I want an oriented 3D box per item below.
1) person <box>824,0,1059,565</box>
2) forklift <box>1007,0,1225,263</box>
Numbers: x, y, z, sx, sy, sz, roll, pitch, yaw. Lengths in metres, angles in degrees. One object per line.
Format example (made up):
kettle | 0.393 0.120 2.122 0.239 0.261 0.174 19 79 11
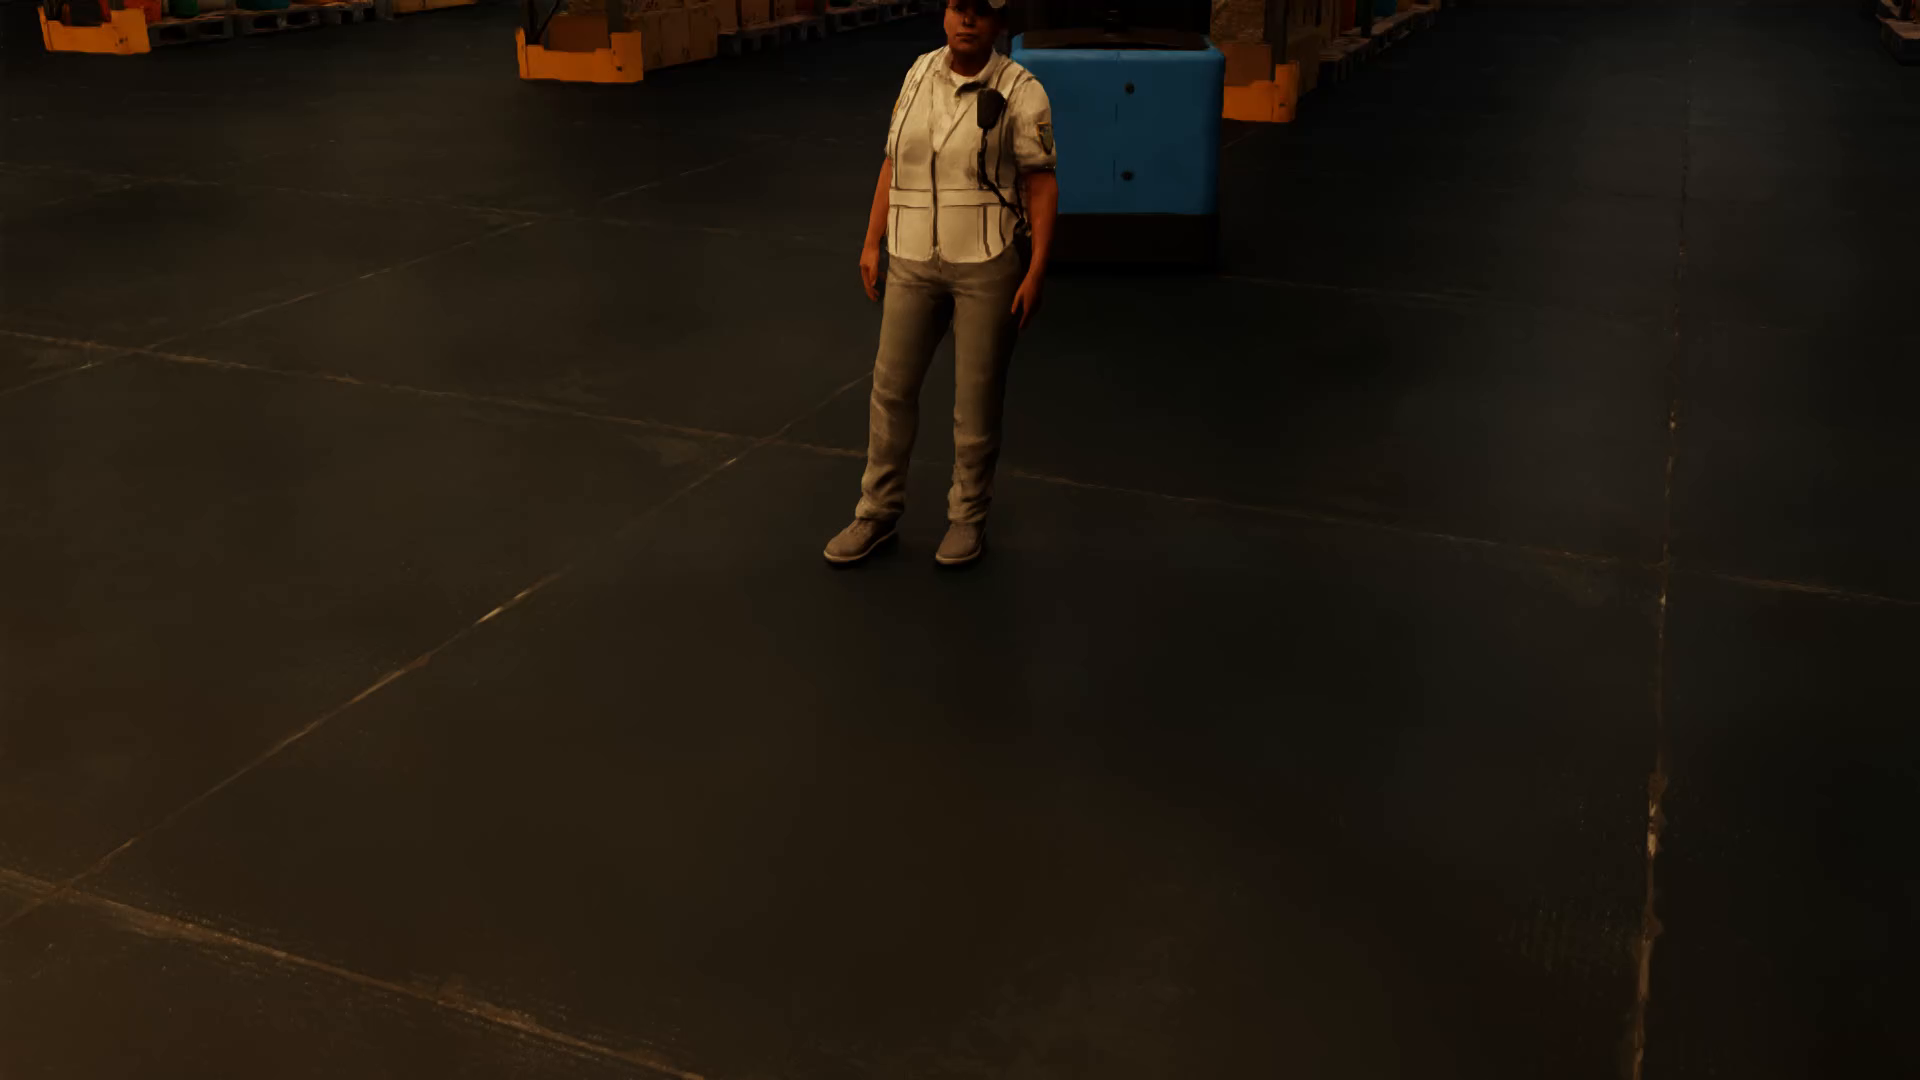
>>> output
person | -0.050 -0.752 4.712 0.598 1.669 0.529 9 24 21
forklift | 0.806 -3.232 9.026 1.130 2.935 3.031 1 23 2
